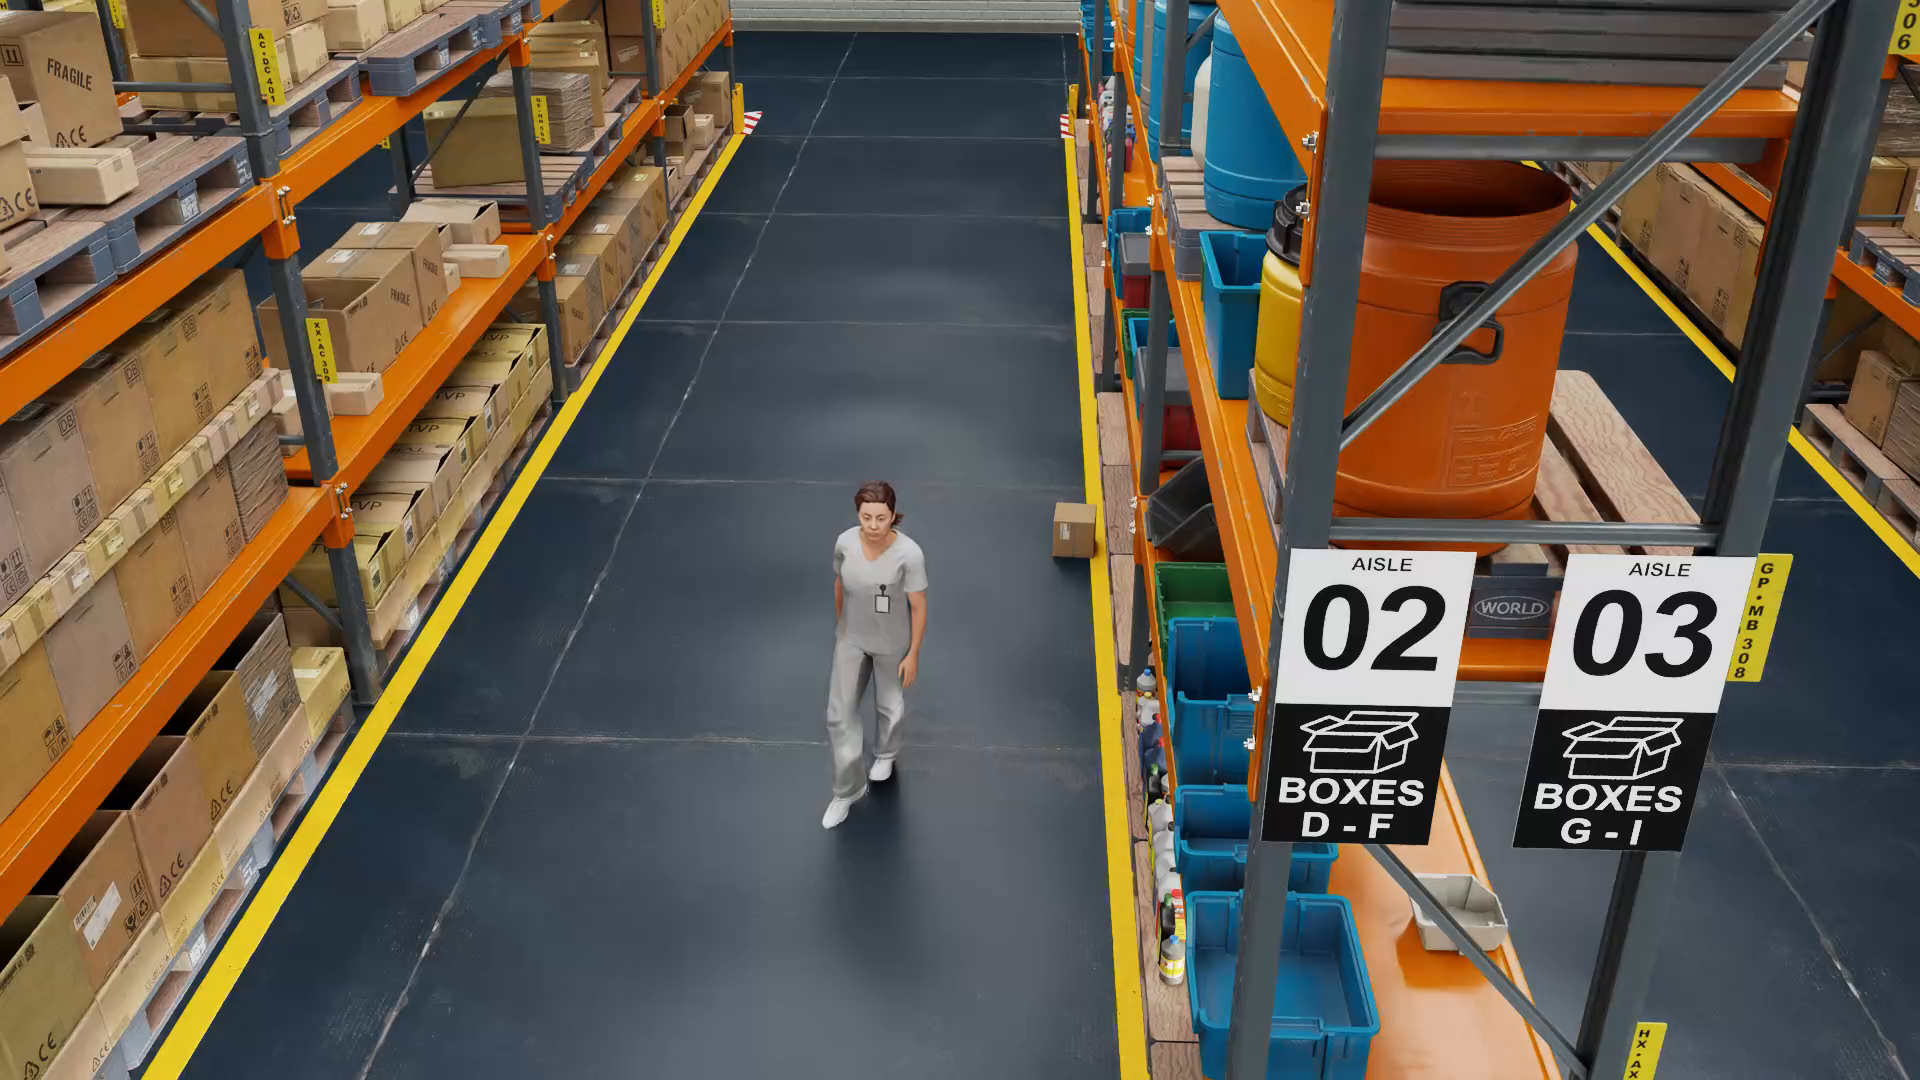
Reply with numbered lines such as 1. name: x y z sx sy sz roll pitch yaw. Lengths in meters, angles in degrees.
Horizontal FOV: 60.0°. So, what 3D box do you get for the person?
1. person: -0.372 0.508 7.703 0.474 1.693 0.635 5 29 10
